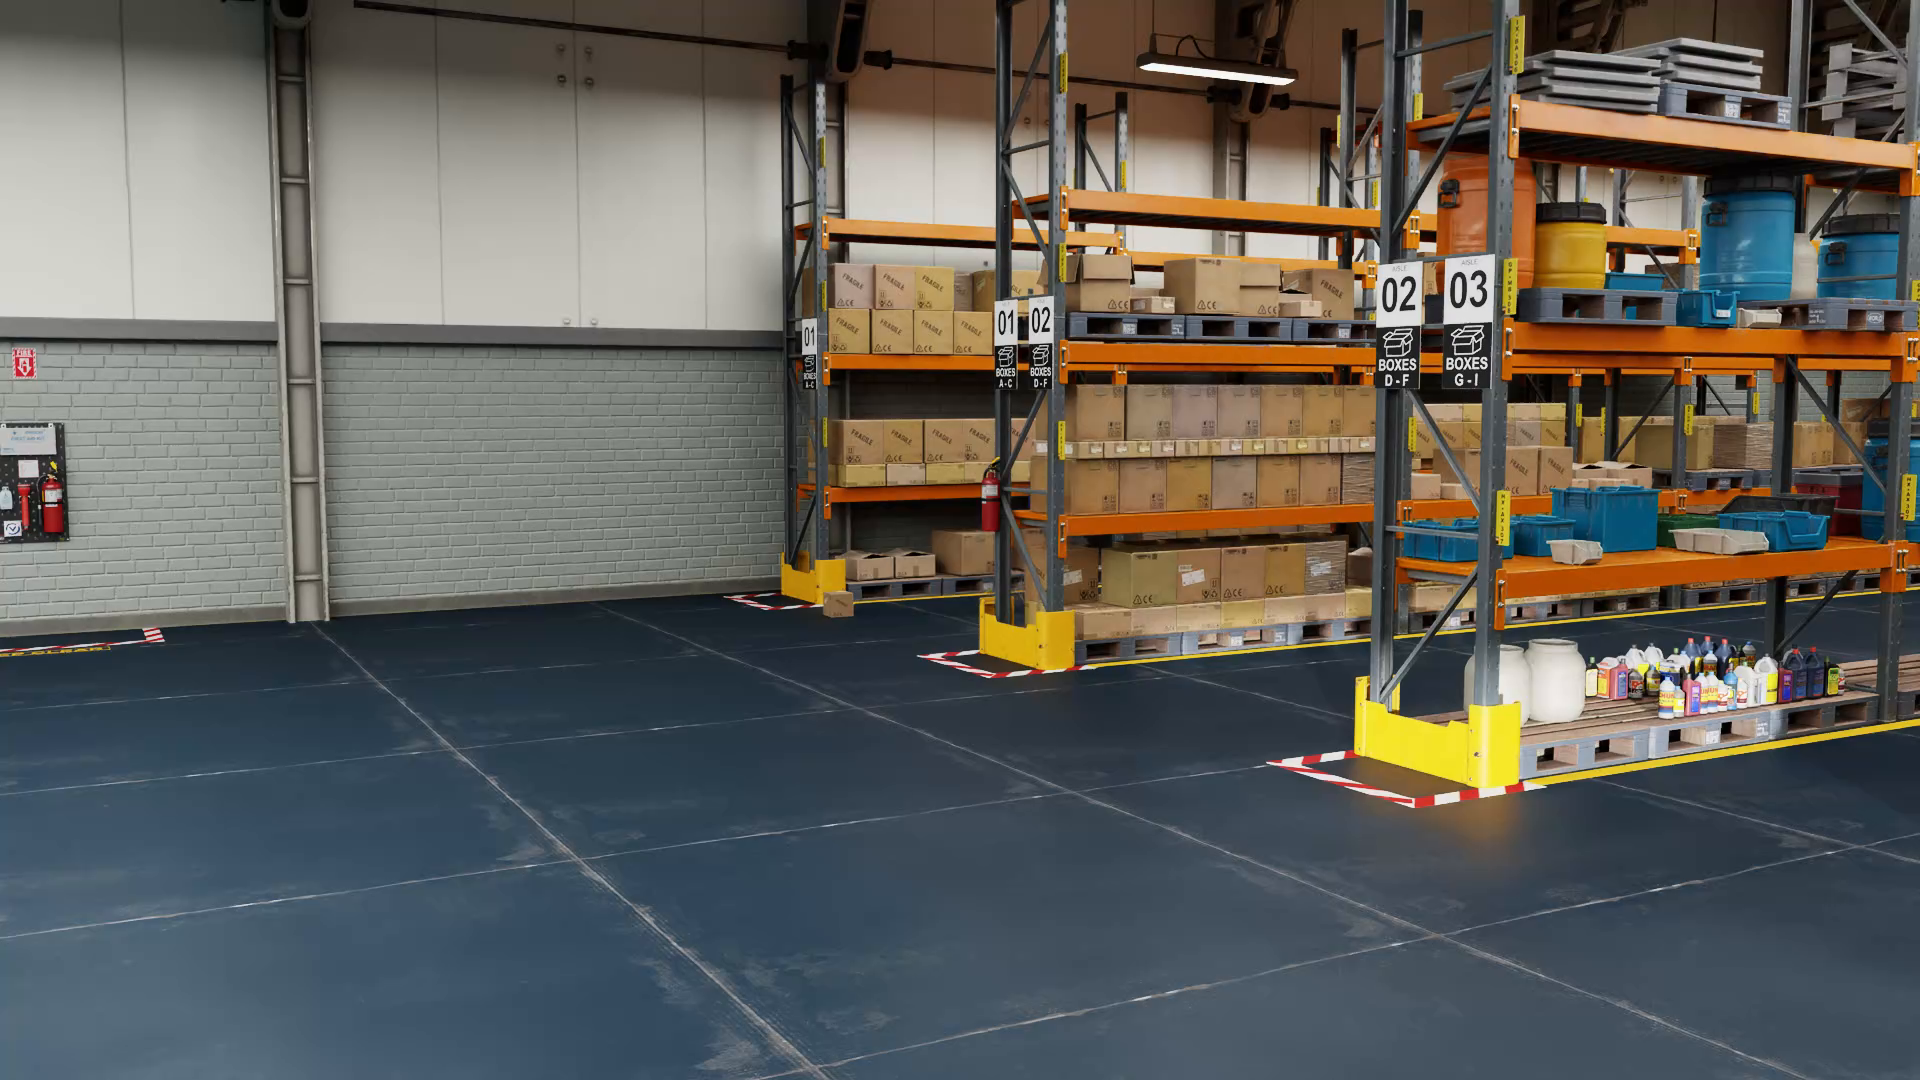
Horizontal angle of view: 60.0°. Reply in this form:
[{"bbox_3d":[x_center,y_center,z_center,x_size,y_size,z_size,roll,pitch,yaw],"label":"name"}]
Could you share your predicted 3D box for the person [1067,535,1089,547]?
[{"bbox_3d":[1.214,-0.083,18.157,0.444,1.654,0.473,0,5,-4],"label":"person"}]
